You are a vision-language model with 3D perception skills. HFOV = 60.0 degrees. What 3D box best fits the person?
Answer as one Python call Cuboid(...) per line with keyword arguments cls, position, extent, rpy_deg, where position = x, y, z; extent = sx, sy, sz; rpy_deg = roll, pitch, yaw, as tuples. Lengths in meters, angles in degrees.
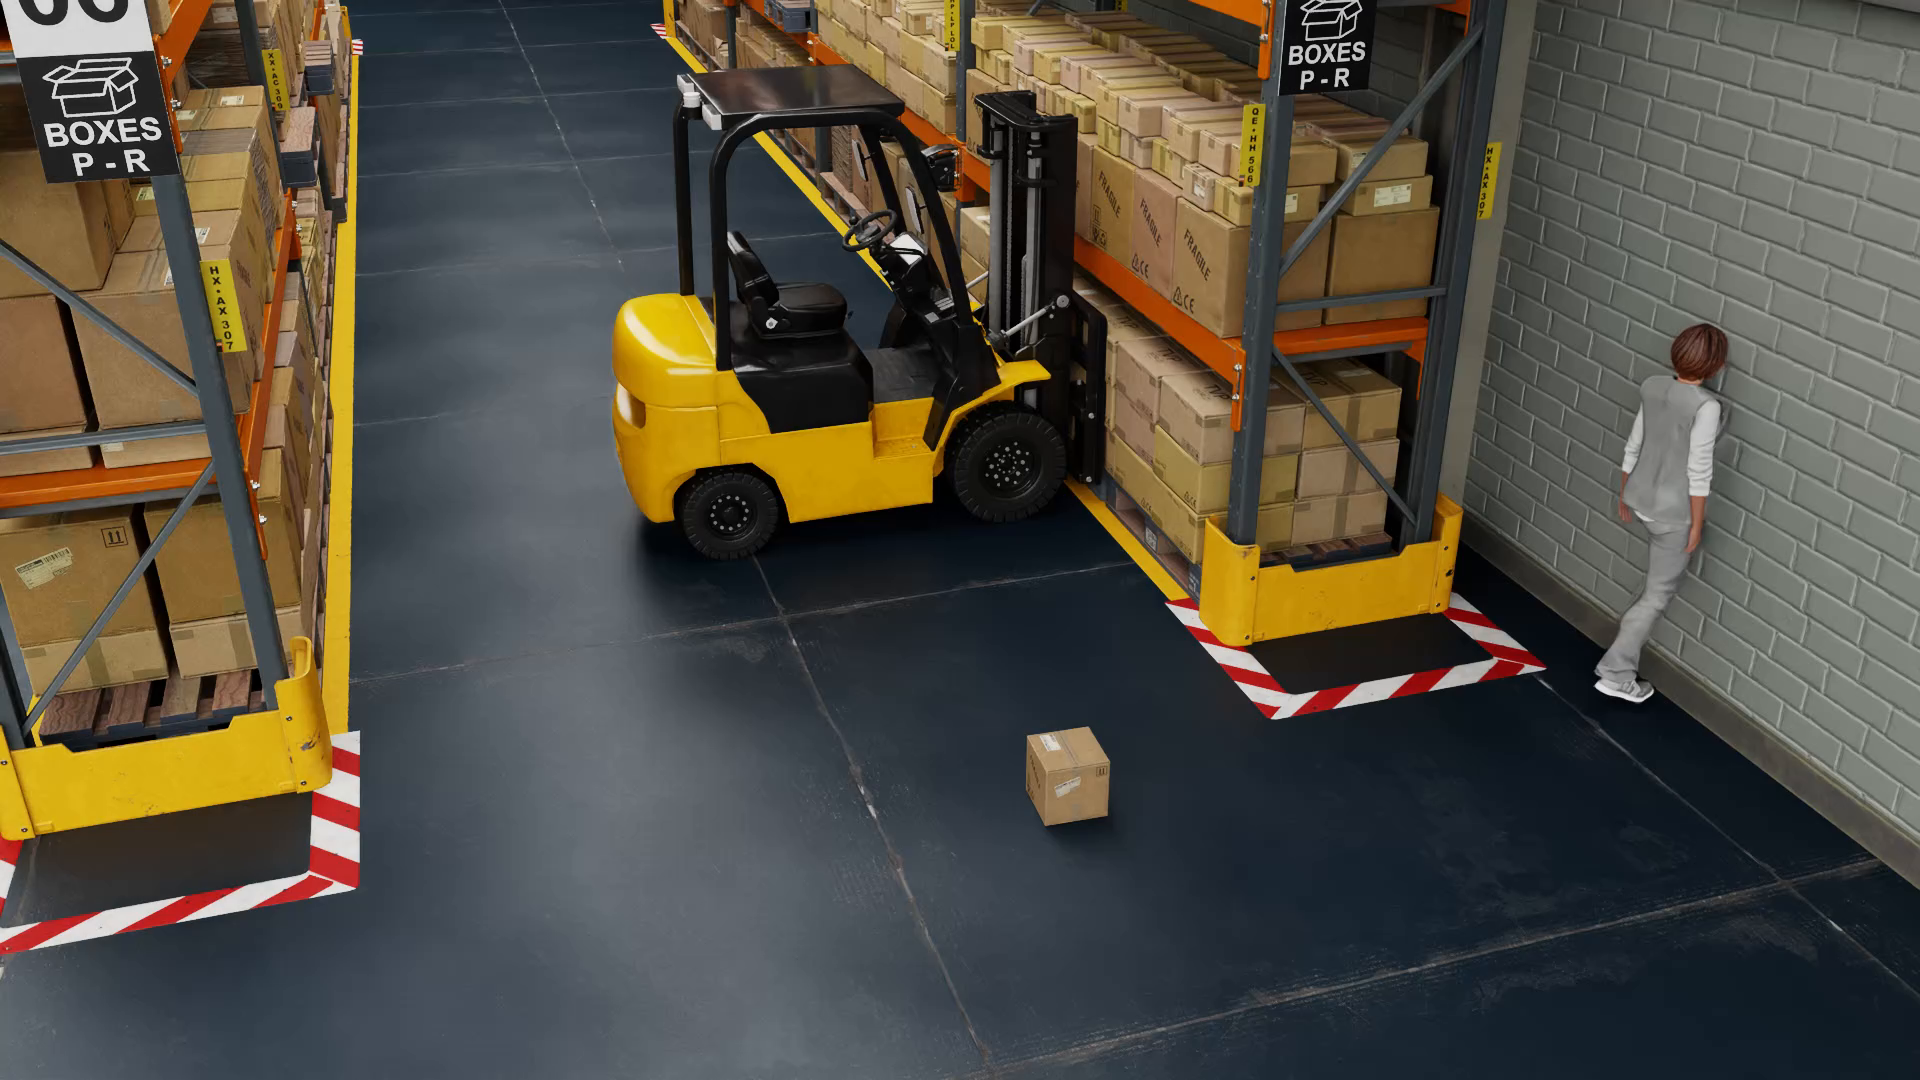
Cuboid(cls="person", position=(2.919, -0.117, 6.853), extent=(0.589, 1.597, 0.427), rpy_deg=(-9, 28, -16))
